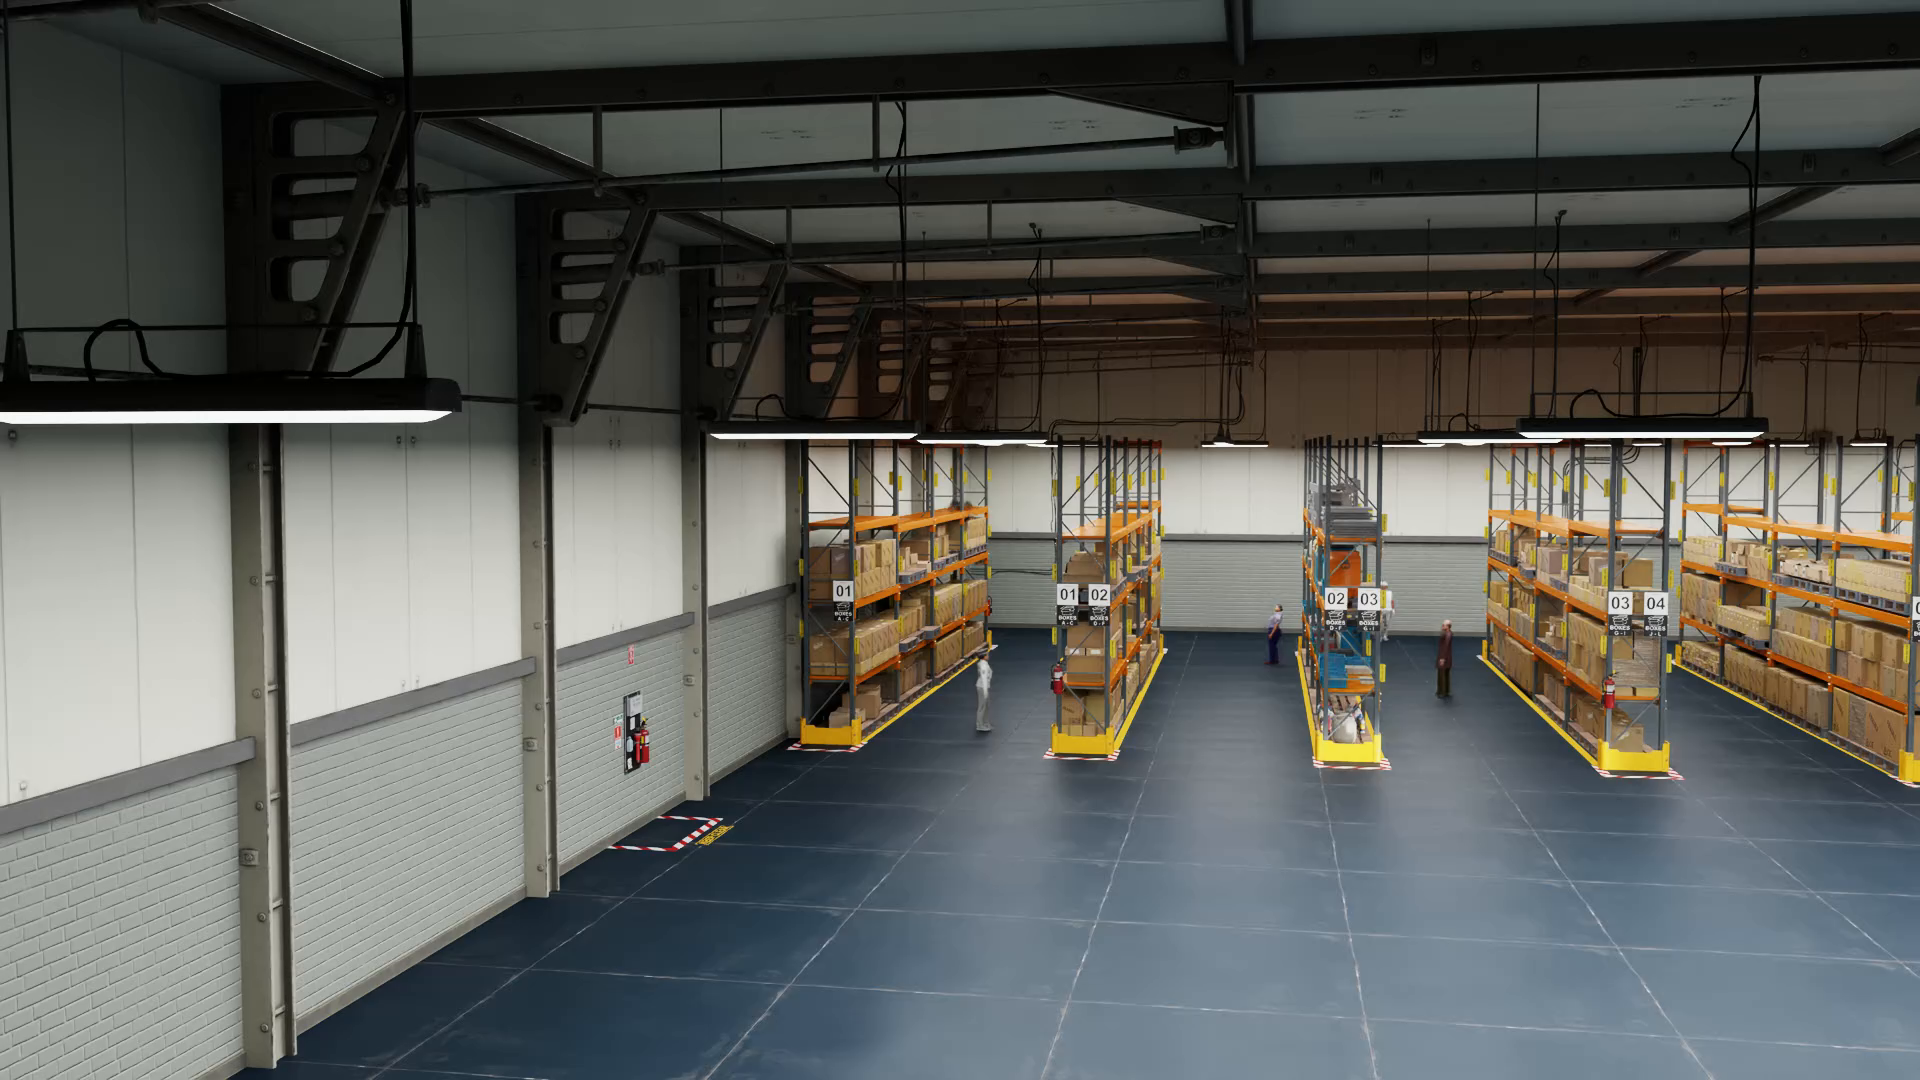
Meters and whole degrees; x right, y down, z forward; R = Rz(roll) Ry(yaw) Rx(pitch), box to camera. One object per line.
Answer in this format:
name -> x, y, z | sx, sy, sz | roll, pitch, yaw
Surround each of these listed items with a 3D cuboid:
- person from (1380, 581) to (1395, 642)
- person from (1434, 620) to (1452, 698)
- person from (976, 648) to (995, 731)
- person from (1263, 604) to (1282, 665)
person -> 12.714, 2.139, 49.759 | 0.599, 1.794, 0.559 | 0, 3, 3
person -> 11.205, 2.748, 38.591 | 0.489, 1.787, 0.580 | 2, 4, 35
person -> 0.534, 3.061, 33.958 | 0.424, 1.714, 0.533 | 0, 3, -4
person -> 8.337, 2.536, 44.310 | 0.485, 1.669, 0.594 | 1, 3, 18
